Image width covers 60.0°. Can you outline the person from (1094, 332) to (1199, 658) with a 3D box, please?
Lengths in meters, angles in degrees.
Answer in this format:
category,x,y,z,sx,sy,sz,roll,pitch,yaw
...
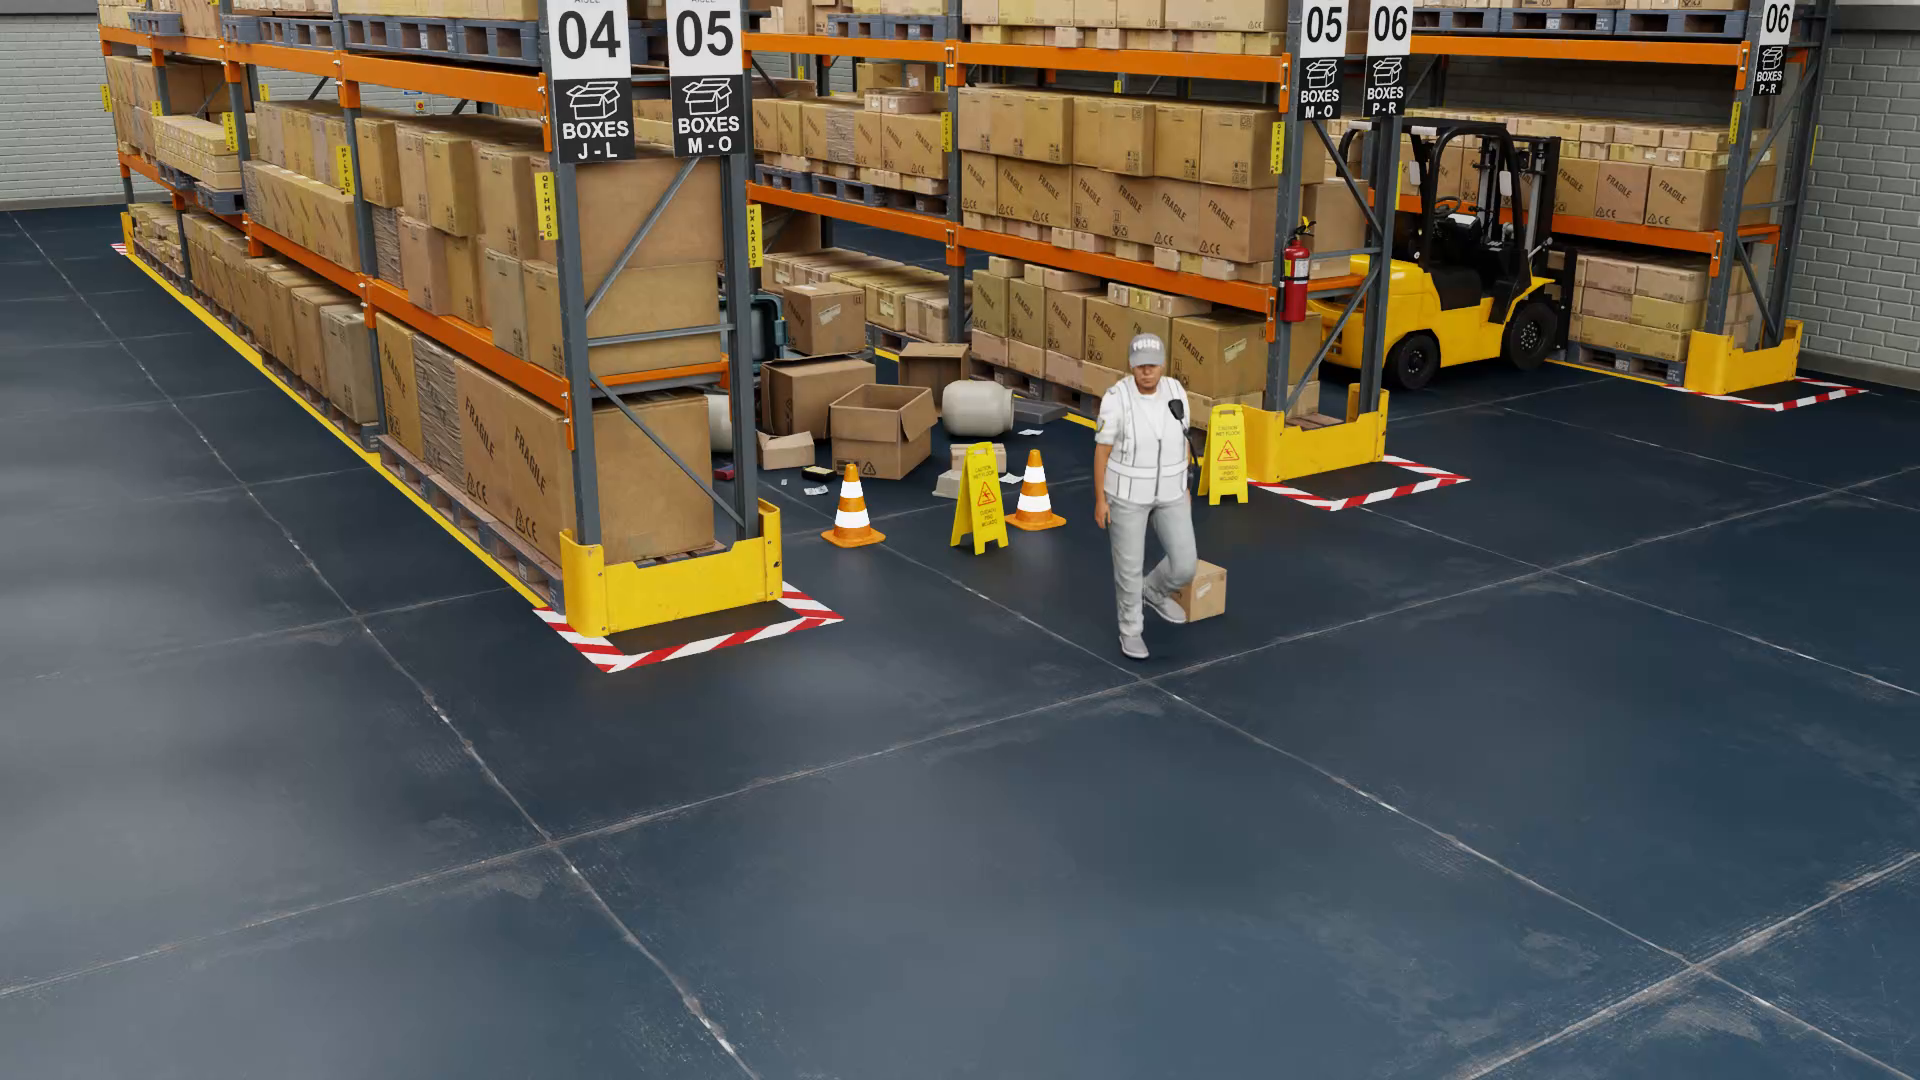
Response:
category,x,y,z,sx,sy,sz,roll,pitch,yaw
person,0.927,-0.230,8.234,0.570,1.654,0.555,-4,19,-12
